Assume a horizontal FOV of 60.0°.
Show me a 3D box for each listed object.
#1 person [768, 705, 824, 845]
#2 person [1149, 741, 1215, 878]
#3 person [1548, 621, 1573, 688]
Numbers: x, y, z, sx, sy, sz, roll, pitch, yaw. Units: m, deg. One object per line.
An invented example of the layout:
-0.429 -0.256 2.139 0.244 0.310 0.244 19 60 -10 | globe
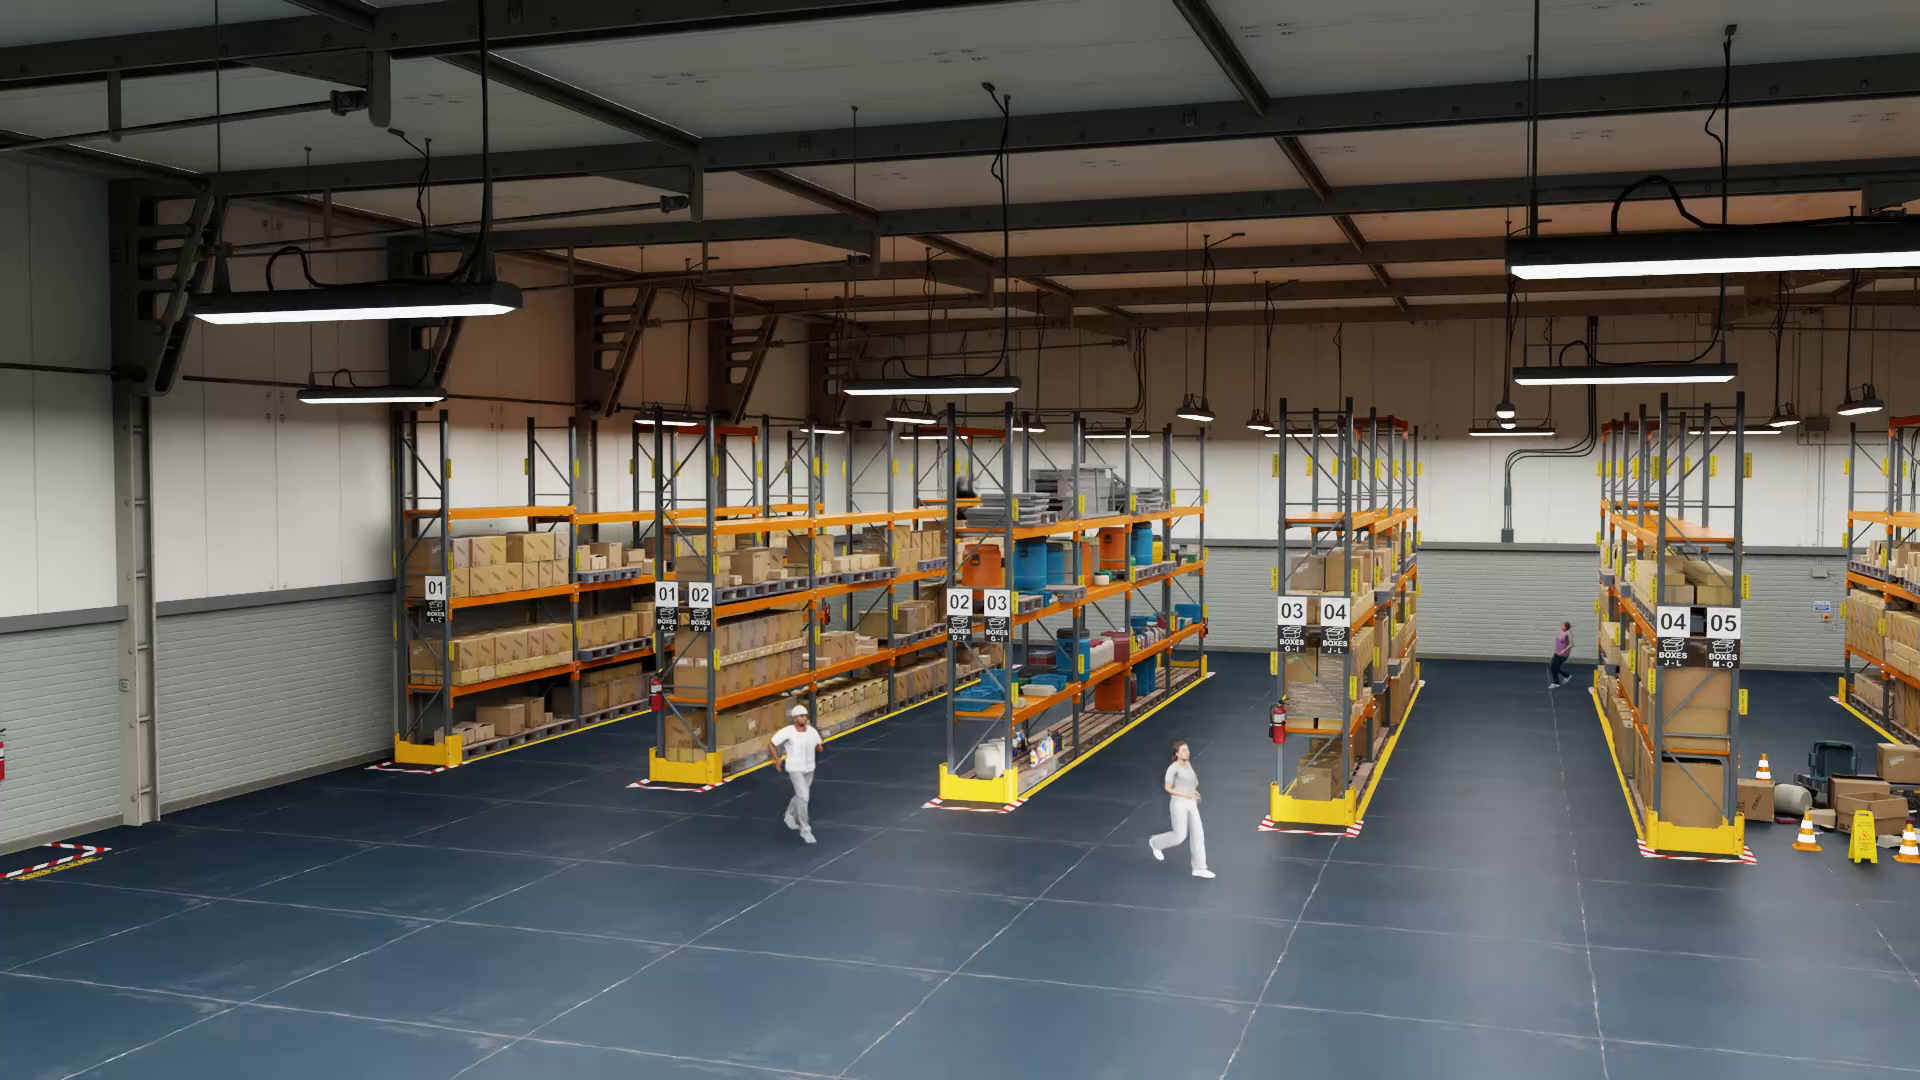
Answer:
-2.159 3.139 22.492 0.685 1.809 0.868 -2 3 -43 | person
2.759 3.292 20.508 0.584 1.633 0.970 -2 3 -42 | person
13.727 2.618 37.906 0.546 1.560 0.596 -1 3 -13 | person
